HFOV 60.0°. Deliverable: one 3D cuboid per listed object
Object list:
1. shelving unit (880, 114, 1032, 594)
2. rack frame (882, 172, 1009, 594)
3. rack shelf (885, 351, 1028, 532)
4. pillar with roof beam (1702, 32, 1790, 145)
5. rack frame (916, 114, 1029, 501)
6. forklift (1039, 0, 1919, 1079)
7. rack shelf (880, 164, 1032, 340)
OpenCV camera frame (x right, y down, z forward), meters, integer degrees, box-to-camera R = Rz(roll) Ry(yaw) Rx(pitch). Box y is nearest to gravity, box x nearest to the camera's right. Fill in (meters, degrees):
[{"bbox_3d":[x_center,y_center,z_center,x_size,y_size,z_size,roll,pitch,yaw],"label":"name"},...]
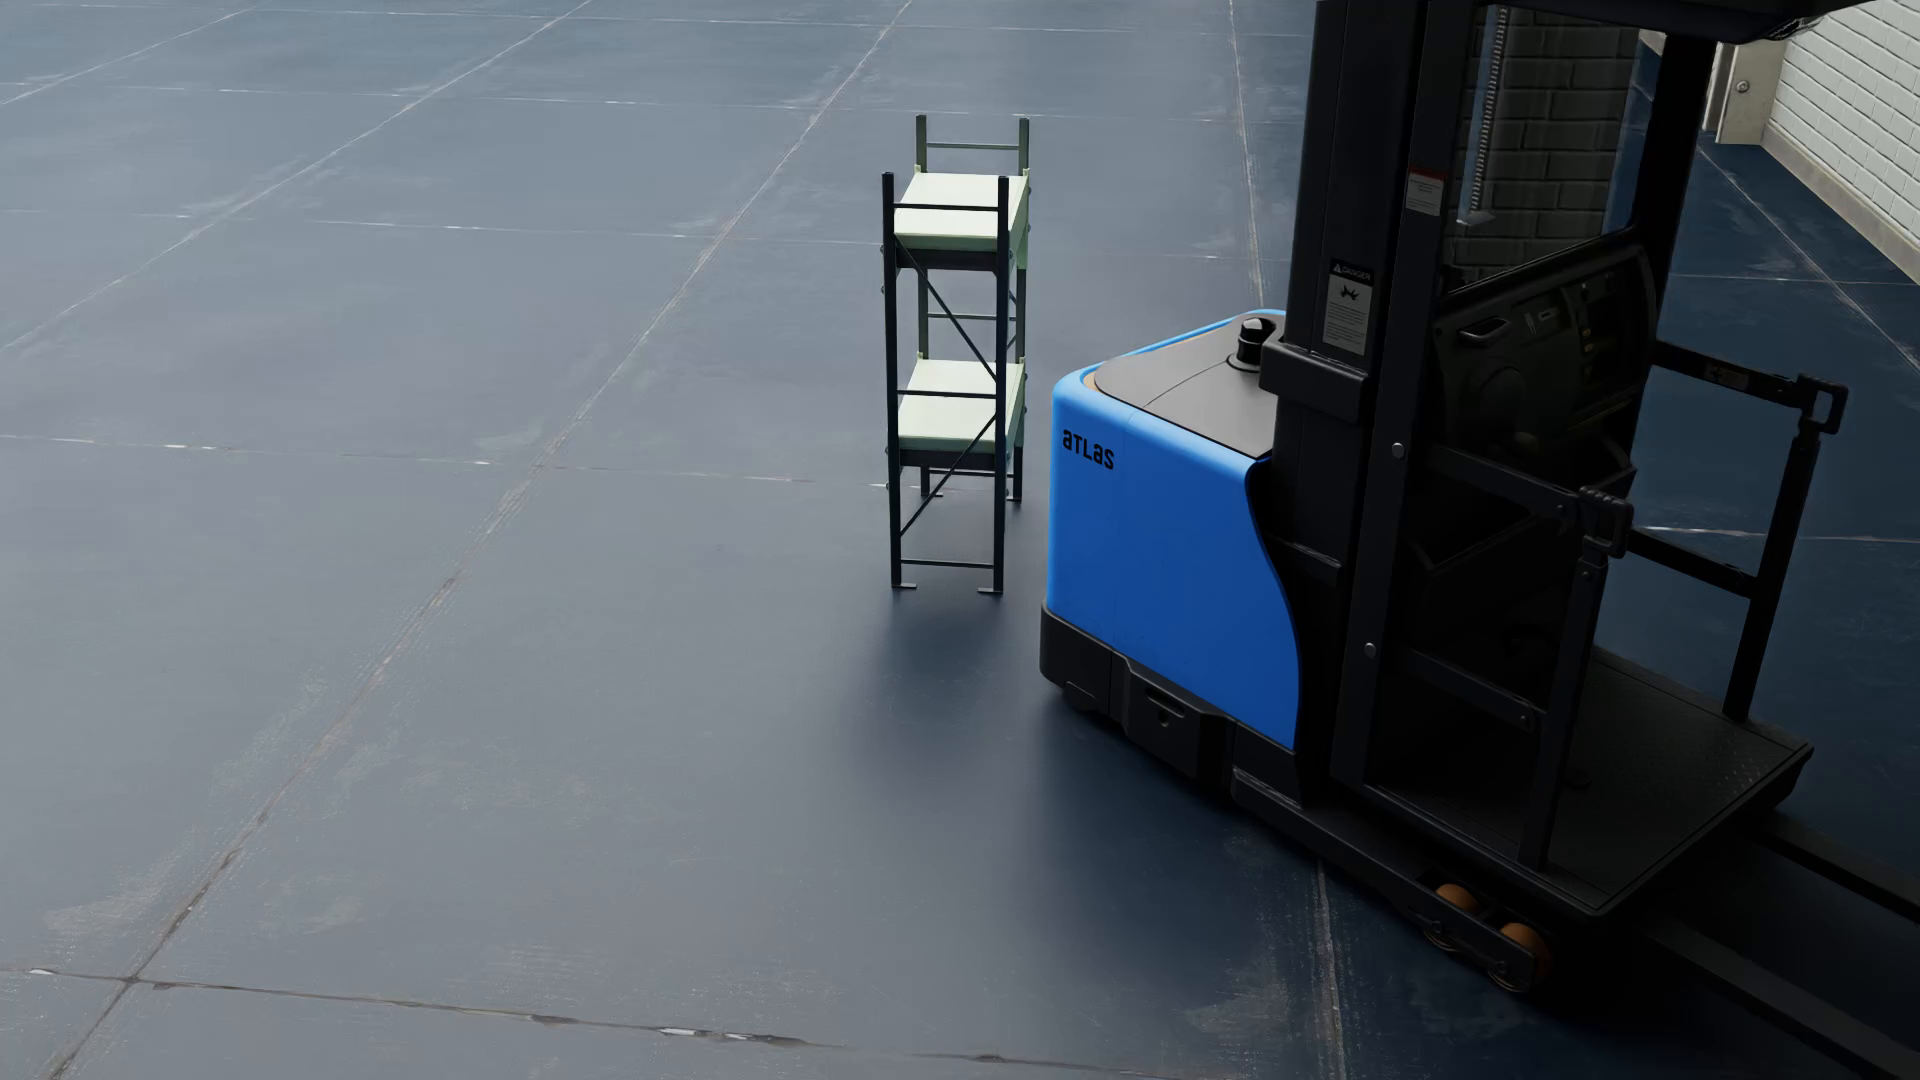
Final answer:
[{"bbox_3d":[-0.001,-0.657,5.888,0.431,1.500,0.755,3,28,6],"label":"shelving unit"},{"bbox_3d":[-0.046,-0.485,5.569,0.400,1.500,0.023,3,28,6],"label":"rack frame"},{"bbox_3d":[-0.001,-0.370,6.043,0.431,0.370,0.720,3,28,6],"label":"rack shelf"},{"bbox_3d":[1.014,-6.972,9.703,9.100,9.000,0.400,3,28,6],"label":"pillar with roof beam"},{"bbox_3d":[0.044,-0.829,6.208,0.400,1.500,0.023,3,28,6],"label":"rack frame"},{"bbox_3d":[1.589,-0.434,3.965,1.130,2.935,3.031,-22,35,-35],"label":"forklift"},{"bbox_3d":[-0.001,-1.001,5.703,0.431,0.370,0.720,3,28,6],"label":"rack shelf"}]
